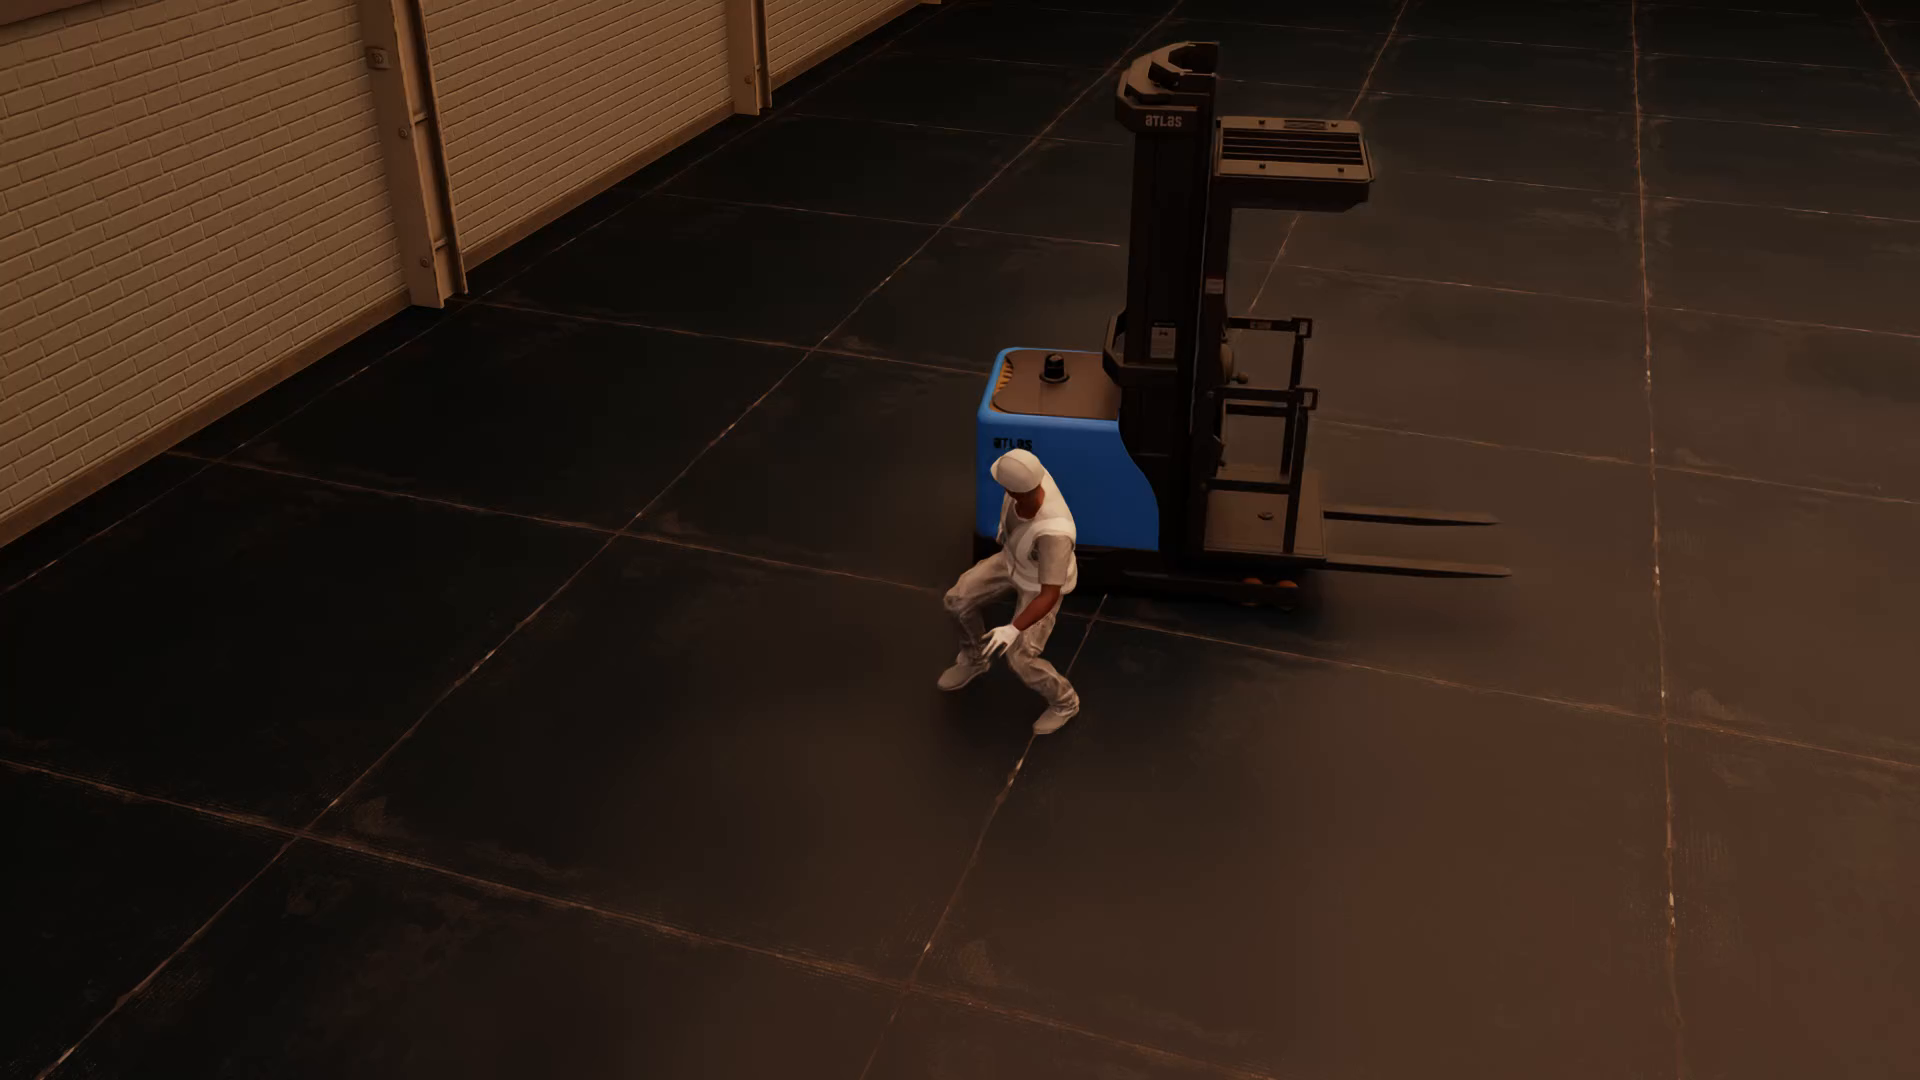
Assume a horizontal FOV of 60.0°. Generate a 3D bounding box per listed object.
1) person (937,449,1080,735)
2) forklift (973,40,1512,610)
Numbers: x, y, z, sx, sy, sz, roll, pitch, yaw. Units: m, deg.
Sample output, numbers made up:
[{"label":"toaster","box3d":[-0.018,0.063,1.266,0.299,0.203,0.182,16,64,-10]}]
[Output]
[{"label":"person","box3d":[0.243,0.194,8.249,0.719,1.540,0.822,-19,35,-30]},{"label":"forklift","box3d":[1.640,-1.160,9.171,3.031,2.935,1.130,4,30,8]}]
